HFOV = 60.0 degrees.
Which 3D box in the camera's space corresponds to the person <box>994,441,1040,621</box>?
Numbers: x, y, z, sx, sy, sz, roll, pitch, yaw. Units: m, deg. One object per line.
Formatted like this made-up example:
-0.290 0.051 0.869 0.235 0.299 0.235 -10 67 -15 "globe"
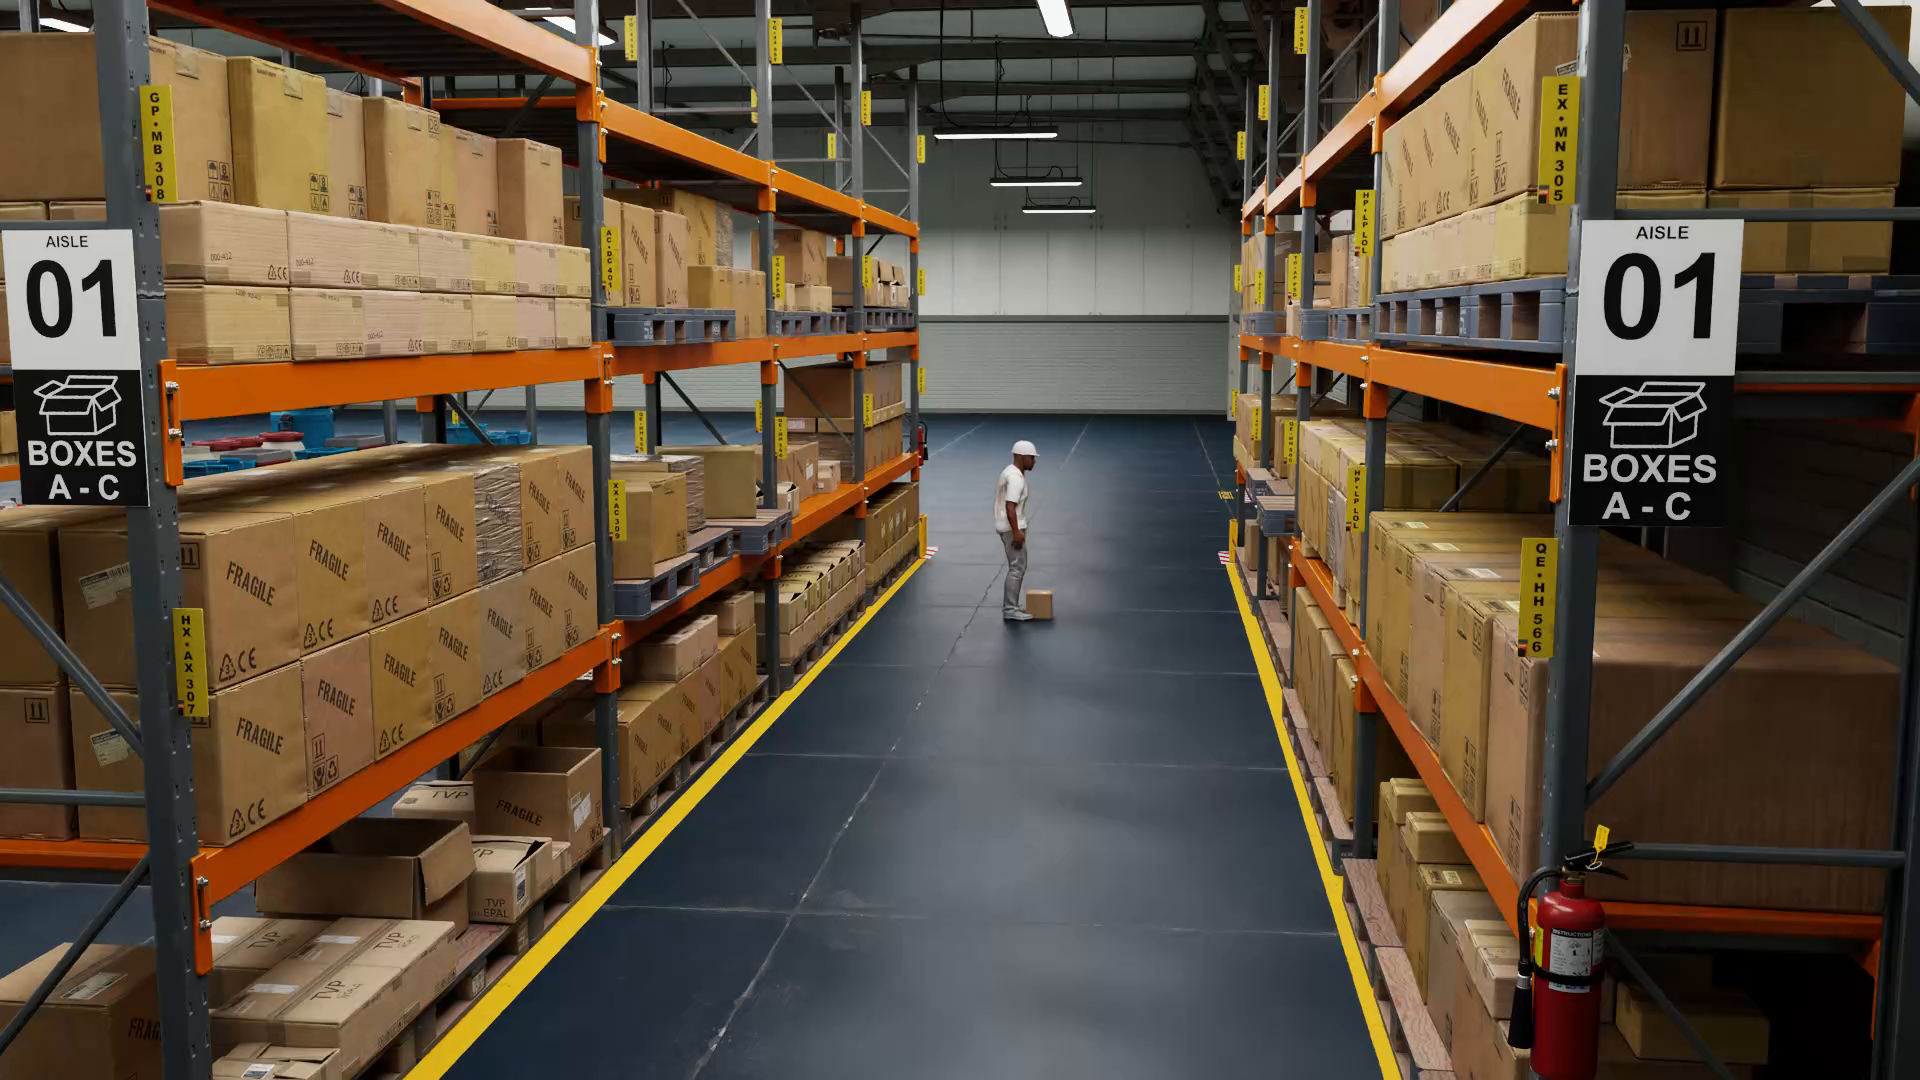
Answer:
0.567 -0.106 16.527 0.463 1.759 0.625 0 8 4 "person"
